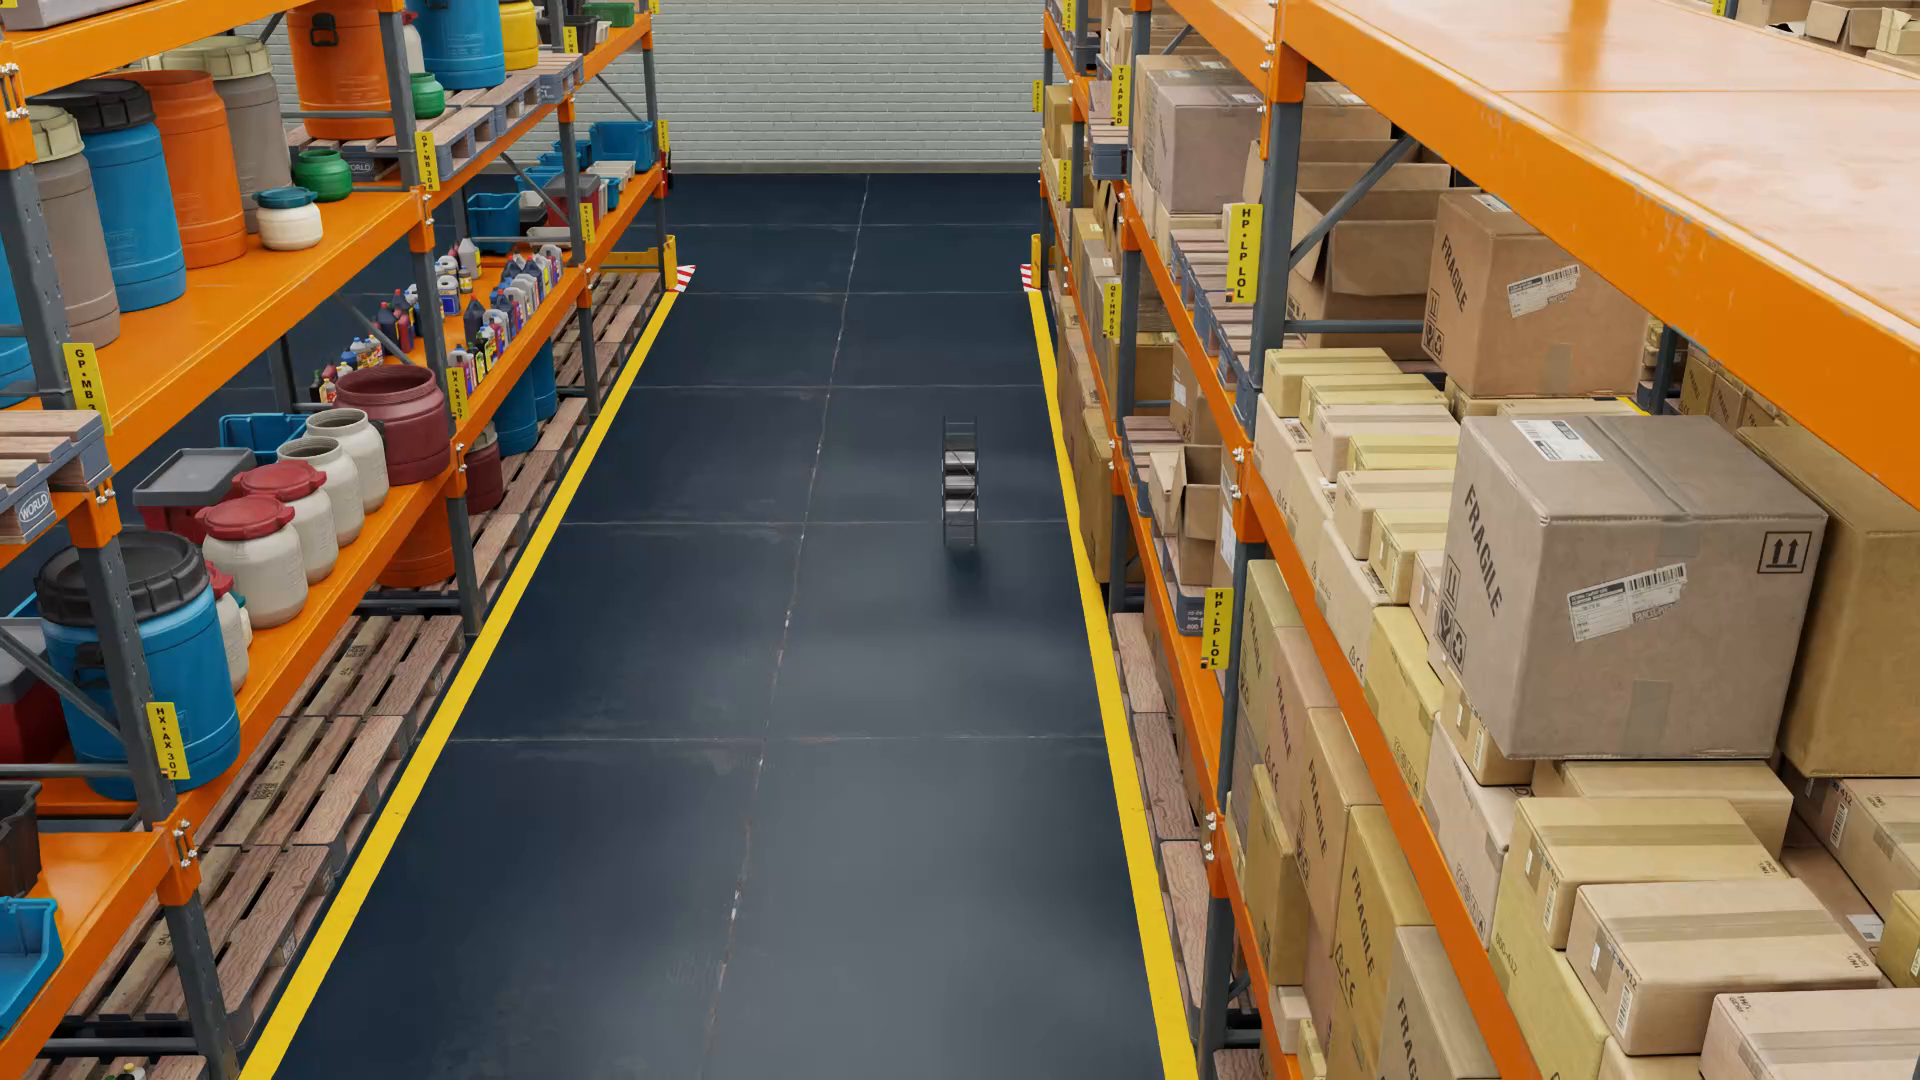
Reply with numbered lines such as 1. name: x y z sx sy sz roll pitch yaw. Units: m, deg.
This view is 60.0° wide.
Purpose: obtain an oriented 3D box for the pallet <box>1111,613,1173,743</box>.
1. pallet: 1.445 0.789 9.750 1.003 0.211 1.213 0 24 -1

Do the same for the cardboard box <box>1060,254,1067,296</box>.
1. cardboard box: 1.448 -2.685 16.116 0.875 0.875 0.875 0 24 -1

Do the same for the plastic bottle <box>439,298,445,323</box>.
1. plastic bottle: -3.797 -1.678 12.061 0.097 0.201 0.097 0 24 0

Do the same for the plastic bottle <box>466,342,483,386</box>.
1. plastic bottle: -3.157 -1.154 10.804 0.061 0.283 0.133 0 24 -1

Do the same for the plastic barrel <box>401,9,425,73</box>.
1. plastic barrel: -3.685 -3.132 10.719 0.433 0.535 0.433 0 24 0

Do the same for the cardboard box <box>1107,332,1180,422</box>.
1. cardboard box: 1.185 -1.052 10.314 0.500 0.500 0.500 0 24 1

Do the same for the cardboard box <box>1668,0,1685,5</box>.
1. cardboard box: 6.102 -4.363 13.691 0.500 0.250 0.500 -1 24 -3

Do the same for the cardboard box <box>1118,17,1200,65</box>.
1. cardboard box: 1.262 -3.014 10.503 0.500 0.500 0.500 1 24 2

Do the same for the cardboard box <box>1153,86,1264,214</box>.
1. cardboard box: 1.200 -1.833 7.795 0.500 0.500 0.500 -1 24 -2

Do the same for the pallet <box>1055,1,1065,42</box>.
1. pallet: 1.386 -4.617 14.786 1.003 0.211 1.213 0 24 -1

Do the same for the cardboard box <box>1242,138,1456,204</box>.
1. cardboard box: 1.565 -1.343 6.805 0.797 0.503 0.637 1 24 2

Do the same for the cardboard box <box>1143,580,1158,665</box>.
1. cardboard box: 1.465 0.411 9.702 0.700 0.500 0.500 -2 24 -3

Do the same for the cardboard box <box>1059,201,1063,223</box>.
1. cardboard box: 1.119 -2.913 14.373 0.500 0.250 0.500 0 24 1

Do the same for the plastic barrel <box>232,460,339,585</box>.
1. plastic barrel: -3.275 -0.071 8.102 0.433 0.535 0.433 0 24 0

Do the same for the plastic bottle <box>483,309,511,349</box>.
1. plastic bottle: -3.211 -1.476 11.525 0.152 0.276 0.135 0 24 -1

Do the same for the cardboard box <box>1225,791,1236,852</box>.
1. cardboard box: 1.183 1.049 6.096 0.380 0.149 0.250 0 24 -1

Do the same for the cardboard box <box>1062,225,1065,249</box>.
1. cardboard box: 1.061 -2.568 14.093 0.380 0.149 0.250 0 24 0

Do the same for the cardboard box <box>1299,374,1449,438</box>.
1. cardboard box: 1.248 -0.391 5.033 0.380 0.149 0.250 -1 24 -3

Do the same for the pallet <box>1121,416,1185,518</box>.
1. pallet: 1.552 -0.423 9.279 1.213 0.211 1.003 0 24 -1

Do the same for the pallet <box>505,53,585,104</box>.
1. pallet: -3.452 -3.388 12.190 1.213 0.211 1.003 0 24 -1

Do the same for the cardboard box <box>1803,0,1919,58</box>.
1. cardboard box: 6.241 -3.401 11.355 0.797 0.503 0.637 -1 24 -1

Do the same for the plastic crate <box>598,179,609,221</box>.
1. plastic crate: -3.391 -3.033 14.888 0.437 0.282 0.530 0 24 -1

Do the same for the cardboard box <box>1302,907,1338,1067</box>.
1. cardboard box: 1.501 1.261 4.840 0.875 0.500 0.500 0 24 -1

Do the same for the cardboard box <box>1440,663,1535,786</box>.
1. cardboard box: 1.203 0.363 3.365 0.380 0.149 0.250 -1 24 -3

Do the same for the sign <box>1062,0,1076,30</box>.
1. sign: 0.840 -4.087 12.784 0.100 0.325 0.005 0 24 -1

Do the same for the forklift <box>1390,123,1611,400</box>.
1. forklift: 3.914 -2.180 13.014 3.031 2.935 1.130 -1 24 -2

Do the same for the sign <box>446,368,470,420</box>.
1. sign: -2.964 -0.861 9.817 0.100 0.325 0.005 0 24 -1

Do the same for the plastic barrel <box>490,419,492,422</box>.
1. plastic barrel: -3.645 -0.739 12.253 0.421 0.512 0.421 0 24 0

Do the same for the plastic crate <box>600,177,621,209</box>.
1. plastic crate: -3.323 -3.184 15.281 0.416 0.233 0.300 0 24 -1

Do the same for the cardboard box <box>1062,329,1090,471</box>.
1. cardboard box: 1.432 -1.044 12.486 1.225 0.875 0.875 -1 24 -2

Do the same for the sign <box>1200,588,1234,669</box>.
1. sign: 0.927 0.321 5.996 0.100 0.325 0.005 0 24 -1

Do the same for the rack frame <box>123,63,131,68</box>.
1. rack frame: -8.555 -4.057 17.081 1.000 3.000 0.127 0 24 -1

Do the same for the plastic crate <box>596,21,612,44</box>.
1. plastic crate: -3.331 -4.474 14.683 0.437 0.136 0.530 0 24 -1

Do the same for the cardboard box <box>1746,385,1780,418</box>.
1. cardboard box: 6.109 -1.092 12.138 0.500 0.250 0.500 1 24 1

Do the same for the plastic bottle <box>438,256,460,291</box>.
1. plastic bottle: -3.930 -2.030 12.749 0.152 0.276 0.135 0 24 -1

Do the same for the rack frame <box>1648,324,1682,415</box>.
1. rack frame: 6.355 -2.433 13.489 1.000 3.000 0.127 0 24 -1

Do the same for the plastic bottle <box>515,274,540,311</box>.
1. plastic bottle: -3.221 -1.854 12.360 0.152 0.276 0.135 0 24 -1

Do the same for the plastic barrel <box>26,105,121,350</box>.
1. plastic barrel: -3.701 -1.207 6.530 0.600 0.901 0.600 0 24 0

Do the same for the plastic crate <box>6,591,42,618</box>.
1. plastic crate: -3.794 0.421 7.199 0.392 0.384 0.575 0 24 -1

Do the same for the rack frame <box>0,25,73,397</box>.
1. rack frame: -3.471 -1.867 4.958 1.000 3.000 0.127 0 24 -1

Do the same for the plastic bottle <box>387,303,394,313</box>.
1. plastic bottle: -3.961 -1.495 11.558 0.061 0.283 0.133 0 24 -1

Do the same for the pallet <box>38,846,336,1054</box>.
1. pallet: -3.518 1.814 7.484 1.003 0.211 1.213 0 24 -1

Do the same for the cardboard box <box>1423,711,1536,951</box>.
1. cardboard box: 1.261 0.580 3.370 0.500 0.250 0.500 0 24 1

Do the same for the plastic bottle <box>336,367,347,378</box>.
1. plastic bottle: -3.931 -0.999 10.559 0.097 0.201 0.097 0 24 0

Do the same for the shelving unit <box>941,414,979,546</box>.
1. shelving unit: 0.000 -0.413 11.572 0.258 0.900 0.210 0 24 -1

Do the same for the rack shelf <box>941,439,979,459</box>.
1. rack shelf: 0.000 -0.629 11.474 0.258 0.077 0.200 0 24 -1

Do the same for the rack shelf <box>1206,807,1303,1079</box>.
1. rack shelf: 1.504 1.996 4.569 1.077 0.370 4.000 0 24 -1

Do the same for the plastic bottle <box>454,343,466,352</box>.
1. plastic bottle: -3.236 -1.141 10.789 0.097 0.271 0.097 0 24 0

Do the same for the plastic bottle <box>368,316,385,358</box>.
1. plastic bottle: -3.958 -1.364 11.268 0.061 0.283 0.133 0 24 -1

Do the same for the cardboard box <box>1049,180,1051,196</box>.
1. cardboard box: 1.041 -3.308 15.730 0.380 0.149 0.250 -1 24 -1

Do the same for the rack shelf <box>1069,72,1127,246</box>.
1. rack shelf: 1.416 -2.667 11.240 1.077 0.370 4.000 0 24 -1

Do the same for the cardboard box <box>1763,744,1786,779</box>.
1. cardboard box: 1.773 0.362 3.368 0.380 0.149 0.250 -1 24 -3

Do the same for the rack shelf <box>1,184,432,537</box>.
1. rack shelf: -3.493 -0.997 7.546 1.077 0.370 4.000 0 24 -1
